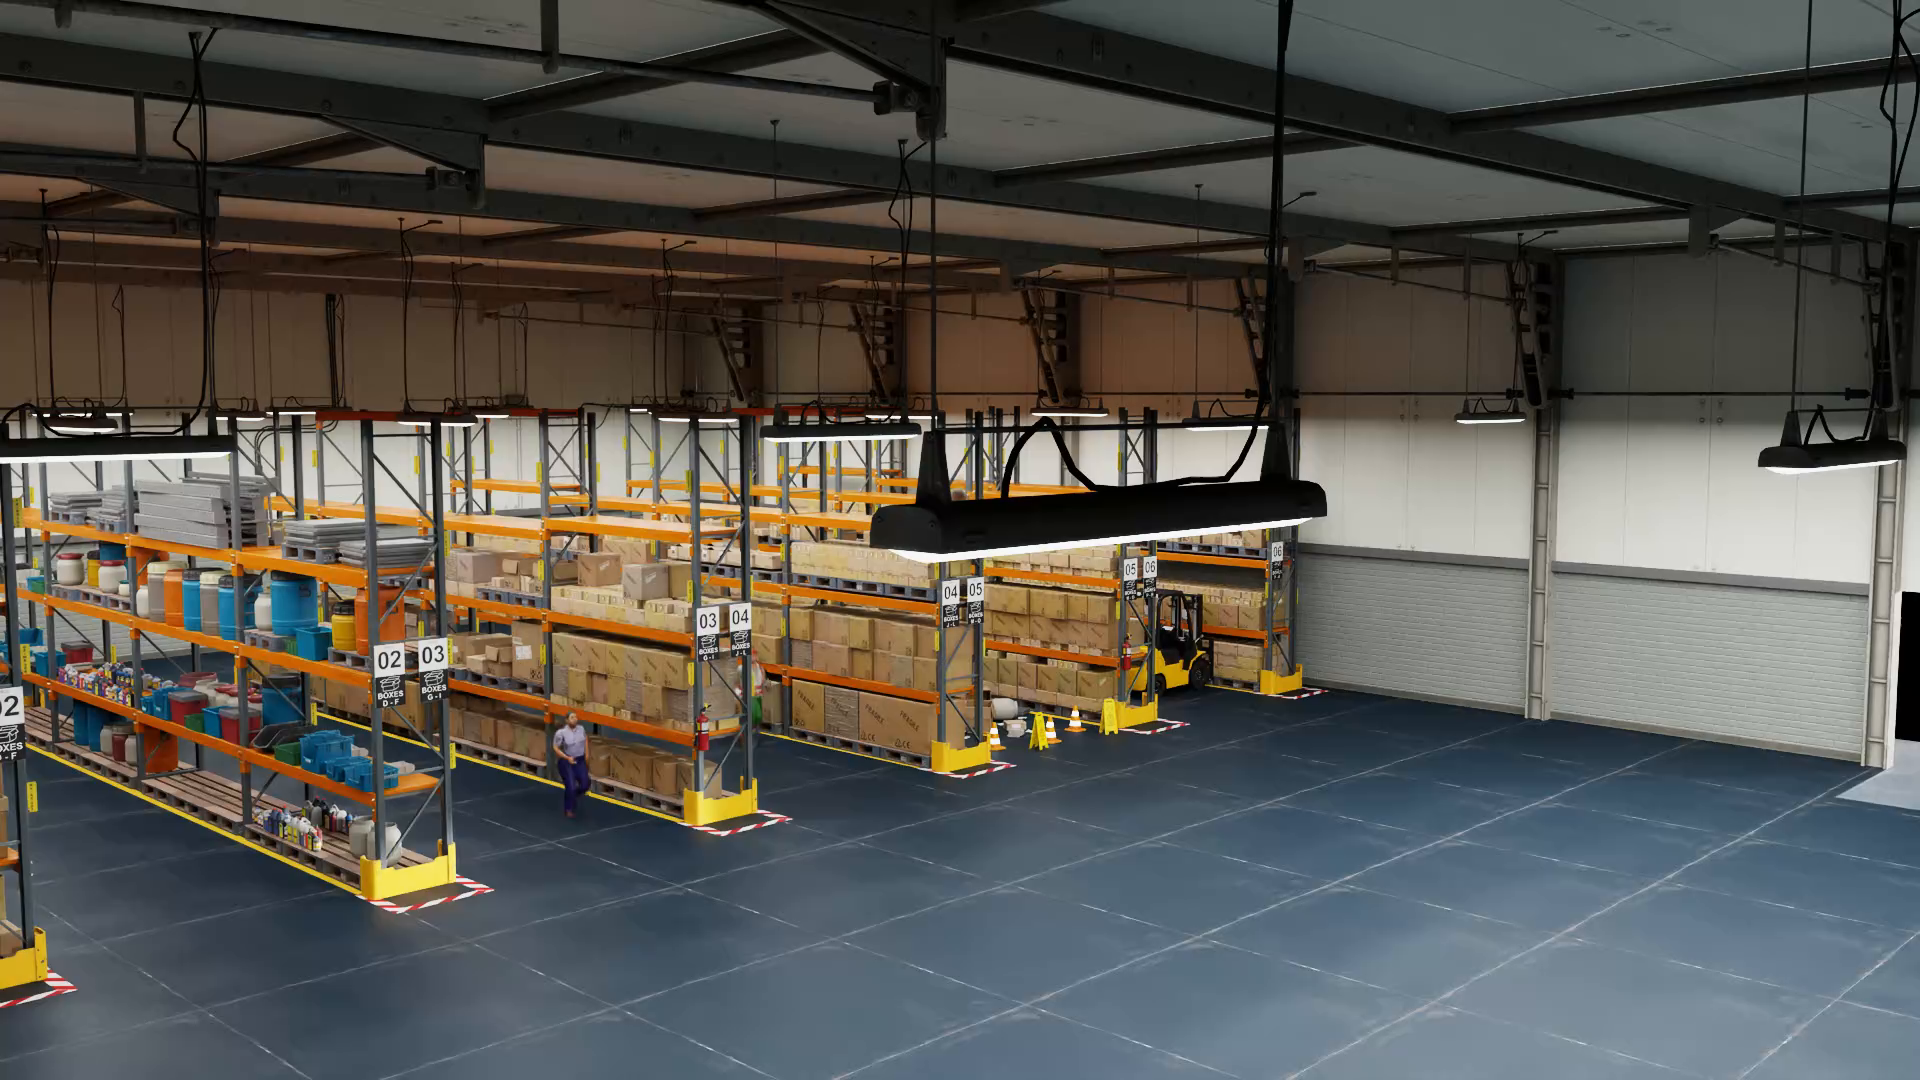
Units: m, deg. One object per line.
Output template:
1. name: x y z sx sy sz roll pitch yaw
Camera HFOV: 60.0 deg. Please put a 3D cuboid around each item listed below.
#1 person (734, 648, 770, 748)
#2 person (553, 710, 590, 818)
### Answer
1. person: -3.685 2.812 29.662 0.700 1.785 0.640 4 6 36
2. person: -5.784 3.337 24.853 0.640 1.606 0.571 -5 7 -44
